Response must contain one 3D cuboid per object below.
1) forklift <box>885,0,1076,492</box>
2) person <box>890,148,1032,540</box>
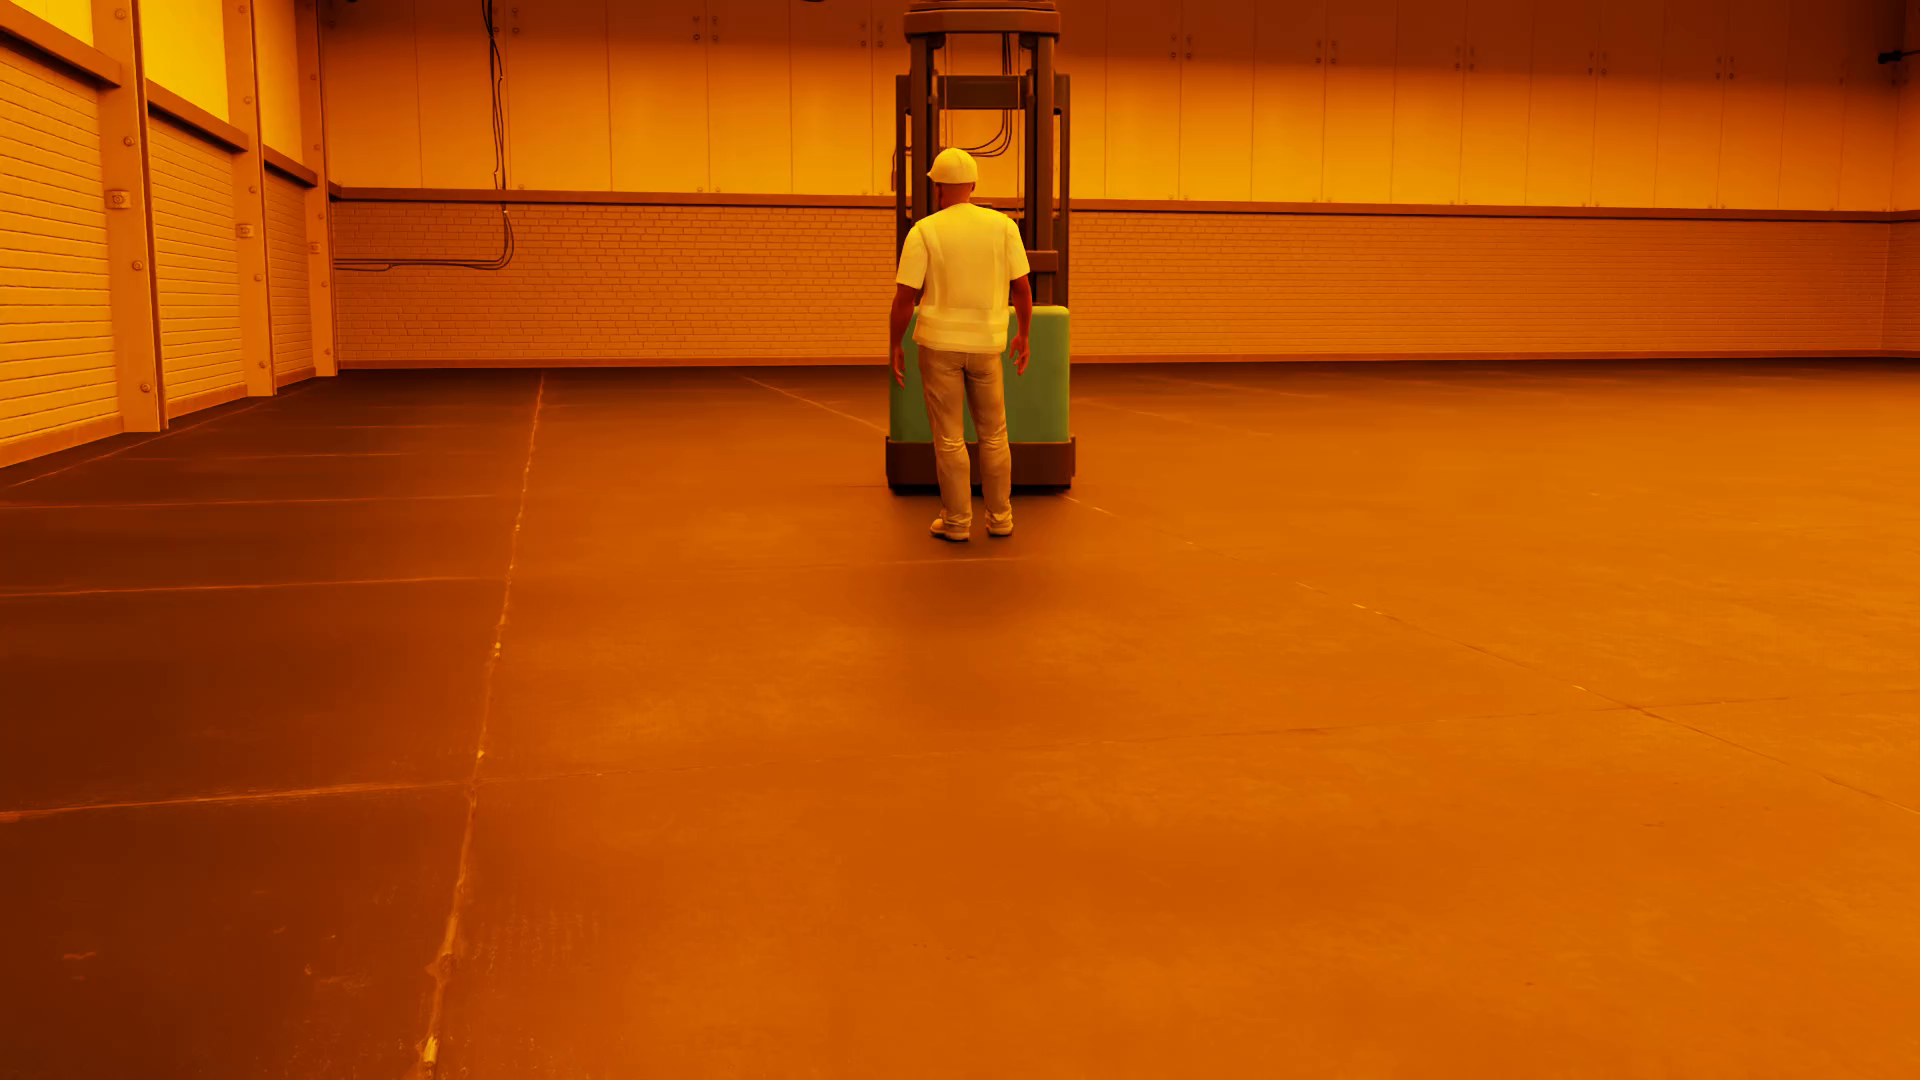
[{"bbox_3d":[0.151,-1.901,10.713,1.130,2.935,3.031,0,8,2],"label":"forklift"},{"bbox_3d":[-0.010,-0.891,7.652,0.665,1.765,0.577,-2,8,-13],"label":"person"}]
